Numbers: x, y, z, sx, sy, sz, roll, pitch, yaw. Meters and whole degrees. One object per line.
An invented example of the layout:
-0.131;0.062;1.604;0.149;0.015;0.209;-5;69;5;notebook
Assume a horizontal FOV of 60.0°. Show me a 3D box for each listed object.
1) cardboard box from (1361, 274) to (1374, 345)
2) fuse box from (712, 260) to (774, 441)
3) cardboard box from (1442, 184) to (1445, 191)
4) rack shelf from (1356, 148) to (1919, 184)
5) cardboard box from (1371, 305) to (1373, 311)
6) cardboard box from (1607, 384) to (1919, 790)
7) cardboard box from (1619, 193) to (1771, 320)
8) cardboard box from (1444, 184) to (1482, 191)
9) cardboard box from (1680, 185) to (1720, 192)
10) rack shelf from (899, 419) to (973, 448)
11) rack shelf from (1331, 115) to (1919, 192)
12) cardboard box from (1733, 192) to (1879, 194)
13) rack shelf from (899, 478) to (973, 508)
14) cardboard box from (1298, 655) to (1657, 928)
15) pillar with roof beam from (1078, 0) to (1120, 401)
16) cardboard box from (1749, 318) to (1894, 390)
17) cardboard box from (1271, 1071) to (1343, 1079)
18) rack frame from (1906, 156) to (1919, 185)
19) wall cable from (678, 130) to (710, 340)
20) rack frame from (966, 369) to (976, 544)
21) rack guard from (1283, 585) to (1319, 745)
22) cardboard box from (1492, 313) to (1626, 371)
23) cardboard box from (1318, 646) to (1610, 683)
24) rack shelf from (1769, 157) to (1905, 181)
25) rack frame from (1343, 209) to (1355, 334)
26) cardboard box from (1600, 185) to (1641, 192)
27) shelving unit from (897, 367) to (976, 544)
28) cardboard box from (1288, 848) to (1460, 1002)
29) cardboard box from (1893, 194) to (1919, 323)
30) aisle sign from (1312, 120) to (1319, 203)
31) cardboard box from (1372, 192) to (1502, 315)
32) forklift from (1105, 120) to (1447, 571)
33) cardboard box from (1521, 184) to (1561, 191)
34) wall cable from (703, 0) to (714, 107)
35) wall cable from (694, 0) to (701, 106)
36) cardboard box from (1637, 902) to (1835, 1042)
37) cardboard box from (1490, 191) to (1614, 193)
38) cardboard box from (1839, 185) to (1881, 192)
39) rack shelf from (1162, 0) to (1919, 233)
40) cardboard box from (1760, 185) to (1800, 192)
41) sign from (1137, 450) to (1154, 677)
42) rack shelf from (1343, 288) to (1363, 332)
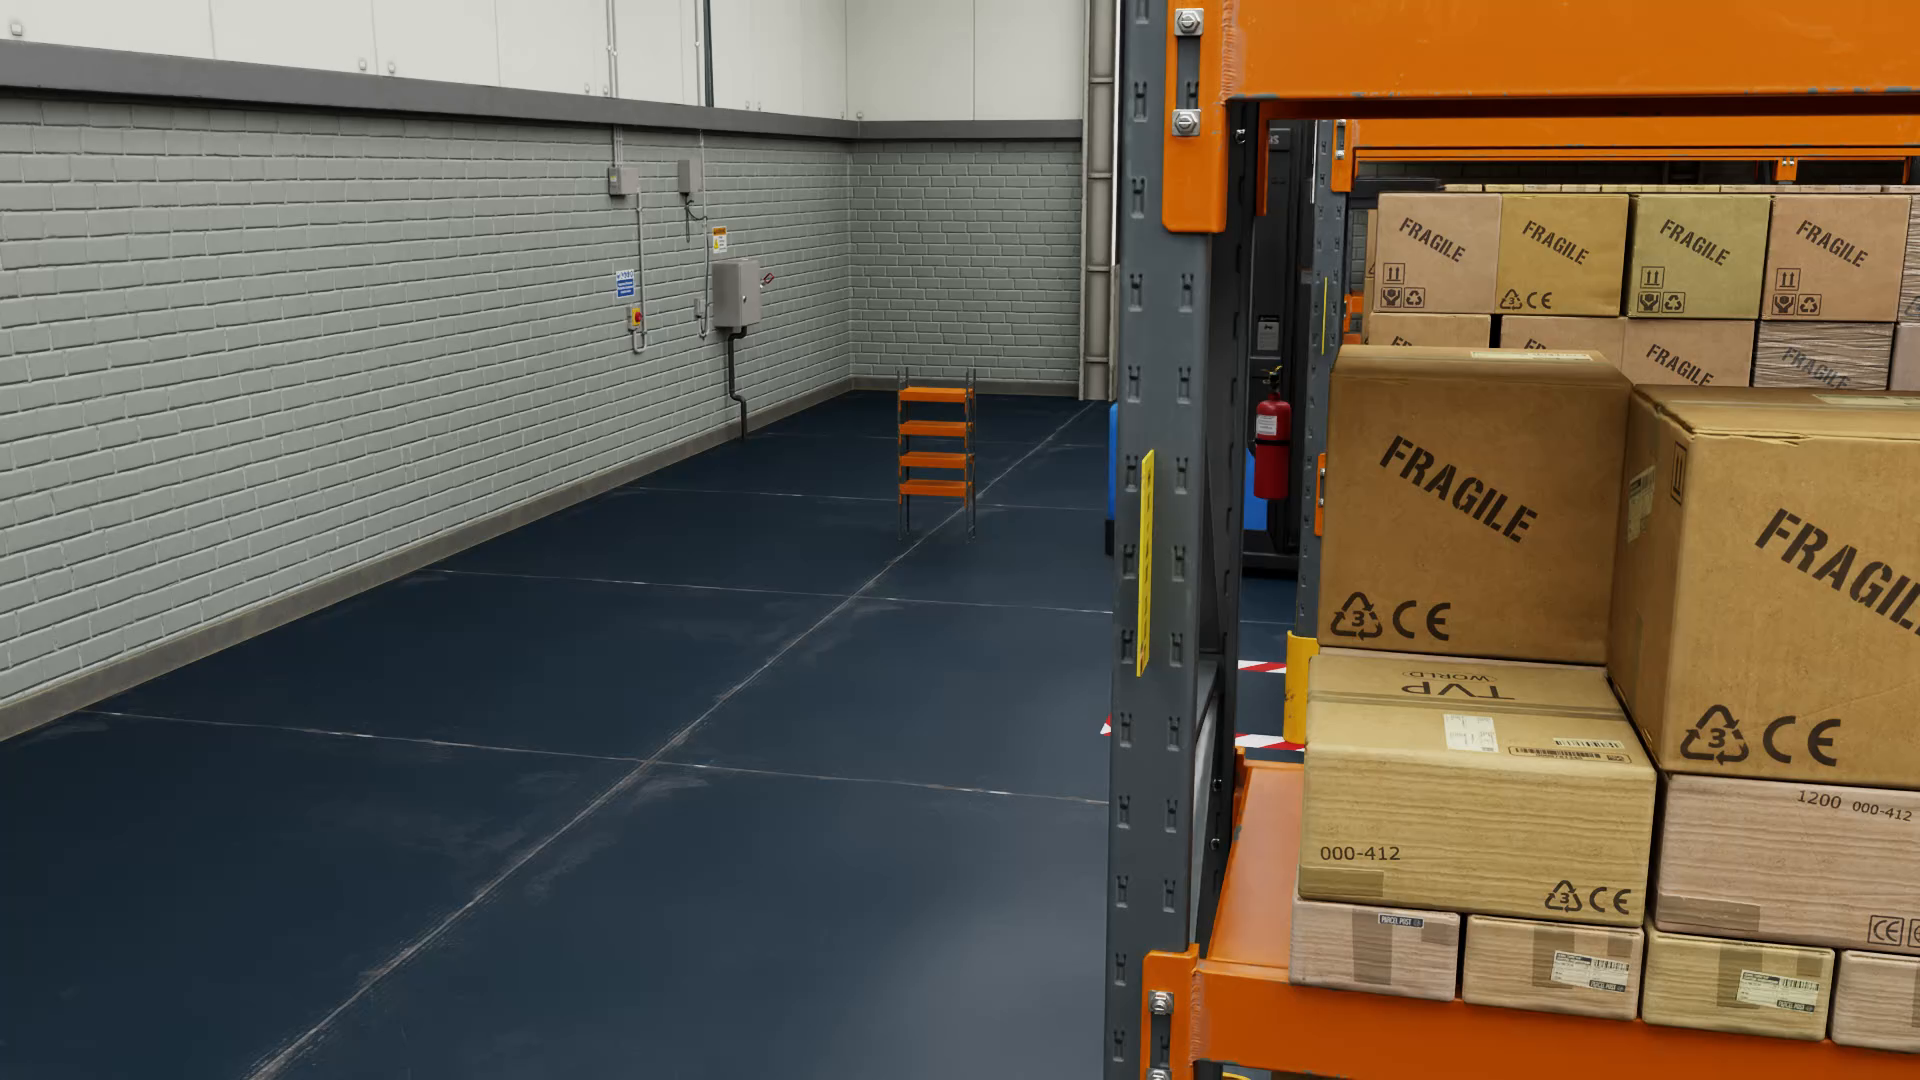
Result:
3.186;-1.668;12.095;0.500;0.500;0.500;3;13;13;cardboard box
-2.046;-1.797;15.884;0.414;1.711;0.539;3;13;14;fuse box
3.708;-2.578;12.390;0.250;0.149;0.380;3;13;13;cardboard box
4.731;-2.714;11.776;4.000;0.370;1.077;3;13;14;rack shelf
2.199;-0.883;7.871;0.500;0.500;0.500;3;13;15;cardboard box
1.301;0.049;2.515;0.500;0.500;0.500;3;13;12;cardboard box
3.064;-1.205;7.012;0.500;0.500;0.500;3;13;12;cardboard box
3.564;-2.445;11.792;0.250;0.149;0.380;3;13;15;cardboard box
5.071;-2.379;11.495;0.250;0.149;0.380;3;13;12;cardboard box
-0.161;-0.747;11.609;0.480;0.148;0.258;3;13;14;rack shelf
3.643;-1.668;7.060;4.000;0.370;1.077;3;13;14;rack shelf
3.718;-1.291;7.400;0.500;0.500;0.500;3;13;12;cardboard box
-0.161;-0.335;11.700;0.480;0.148;0.258;3;13;14;rack shelf
0.816;0.389;2.714;0.500;0.250;0.500;3;13;12;cardboard box
0.541;-5.101;13.951;0.400;9.000;9.100;3;13;14;pillar with roof beam
3.565;-0.695;7.024;0.500;0.500;0.500;3;13;12;cardboard box
1.055;1.228;3.208;0.875;0.875;0.875;3;13;14;cardboard box
6.672;-1.497;11.555;0.127;3.000;1.000;3;13;14;rack frame
-2.363;-2.787;15.024;0.122;1.984;0.588;3;13;14;wall cable
0.076;-0.582;11.585;0.015;1.200;0.240;3;13;14;rack frame
1.775;0.566;8.028;0.348;0.500;1.175;3;13;14;rack guard
2.596;-0.748;7.264;0.500;0.500;0.500;3;13;14;cardboard box
0.949;0.277;3.220;0.500;0.250;0.500;3;13;13;cardboard box
9.800;-3.550;15.546;4.000;0.370;1.077;3;13;14;rack shelf
3.975;-2.748;17.196;0.127;3.000;1.000;3;13;14;rack frame
4.563;-2.392;11.553;0.250;0.149;0.380;3;13;12;cardboard box
-0.161;-0.594;11.643;0.503;1.200;0.258;3;13;14;shelving unit
0.680;0.590;2.729;0.250;0.149;0.380;3;13;14;cardboard box
4.067;-1.156;6.791;0.500;0.500;0.500;3;13;15;cardboard box
1.558;-1.868;7.226;0.004;0.787;0.394;3;13;14;aisle sign
2.073;-1.261;7.267;0.500;0.500;0.500;3;13;13;cardboard box
2.533;-1.264;10.665;3.031;2.935;1.130;4;13;17;forklift
4.091;-2.433;11.737;0.250;0.149;0.380;3;13;14;cardboard box
-1.914;-5.629;16.244;0.133;3.039;2.988;3;13;14;wall cable
-2.618;-5.027;13.617;0.029;3.000;2.355;3;13;14;wall cable
1.178;0.616;2.611;0.250;0.149;0.380;3;13;12;cardboard box
2.697;-1.343;7.634;0.500;0.500;0.500;3;13;12;cardboard box
6.067;-2.336;11.301;0.250;0.149;0.380;3;13;15;cardboard box
2.356;-0.630;2.383;4.000;0.370;1.077;3;13;14;rack shelf
5.577;-2.360;11.410;0.250;0.149;0.380;3;13;13;cardboard box
0.276;0.035;2.471;0.005;0.325;0.100;3;13;14;sign
5.916;-2.293;16.806;4.000;0.370;1.077;3;13;14;rack shelf
